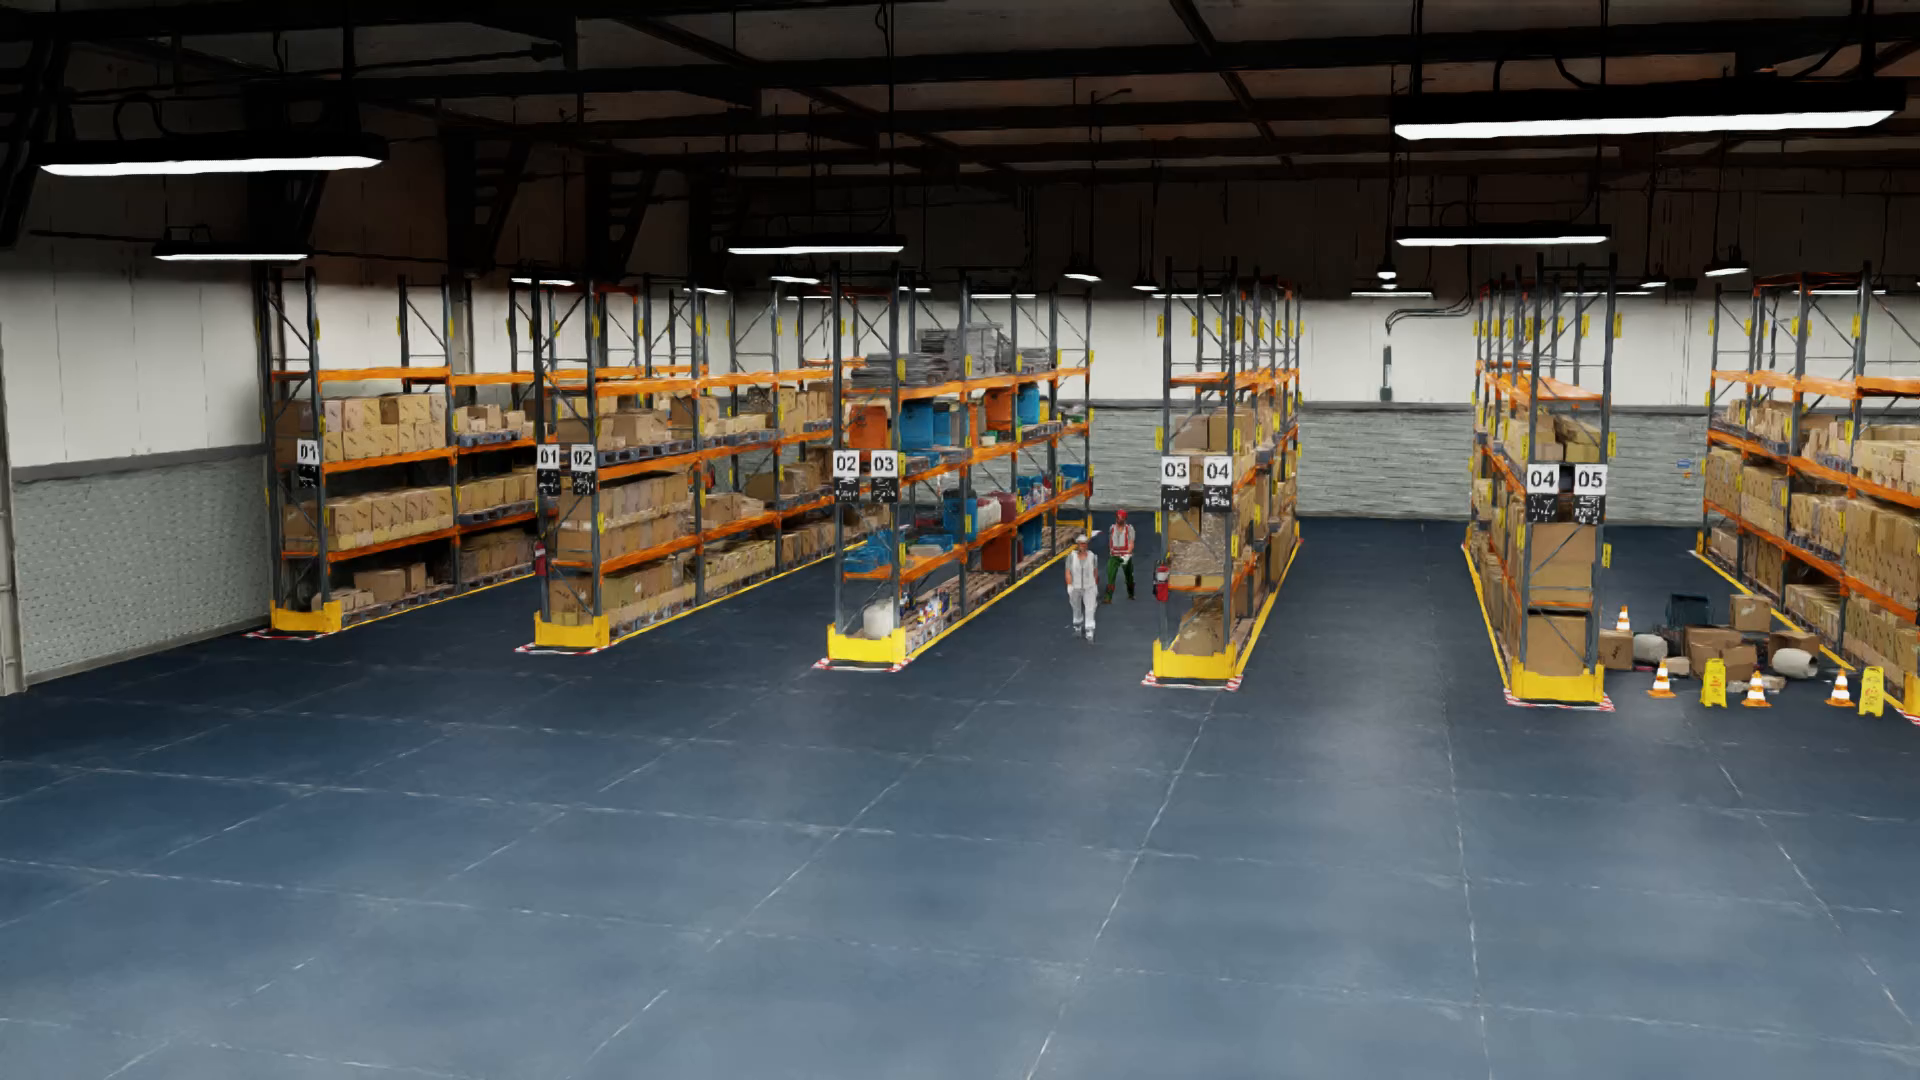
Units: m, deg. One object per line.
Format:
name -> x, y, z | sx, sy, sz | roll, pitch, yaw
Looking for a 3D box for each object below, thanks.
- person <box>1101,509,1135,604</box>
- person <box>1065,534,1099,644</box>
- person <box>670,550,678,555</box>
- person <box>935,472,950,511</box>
person -> 2.936, 0.289, 30.345 | 0.531, 1.728, 1.037 | 3, 8, 23
person -> 1.948, 0.763, 26.620 | 0.528, 1.728, 1.032 | 1, 7, 6
person -> -6.109, -0.139, 34.252 | 0.450, 1.576, 1.092 | 2, 8, 17
person -> -0.394, -1.313, 43.498 | 0.639, 1.588, 0.530 | -6, 9, -38
